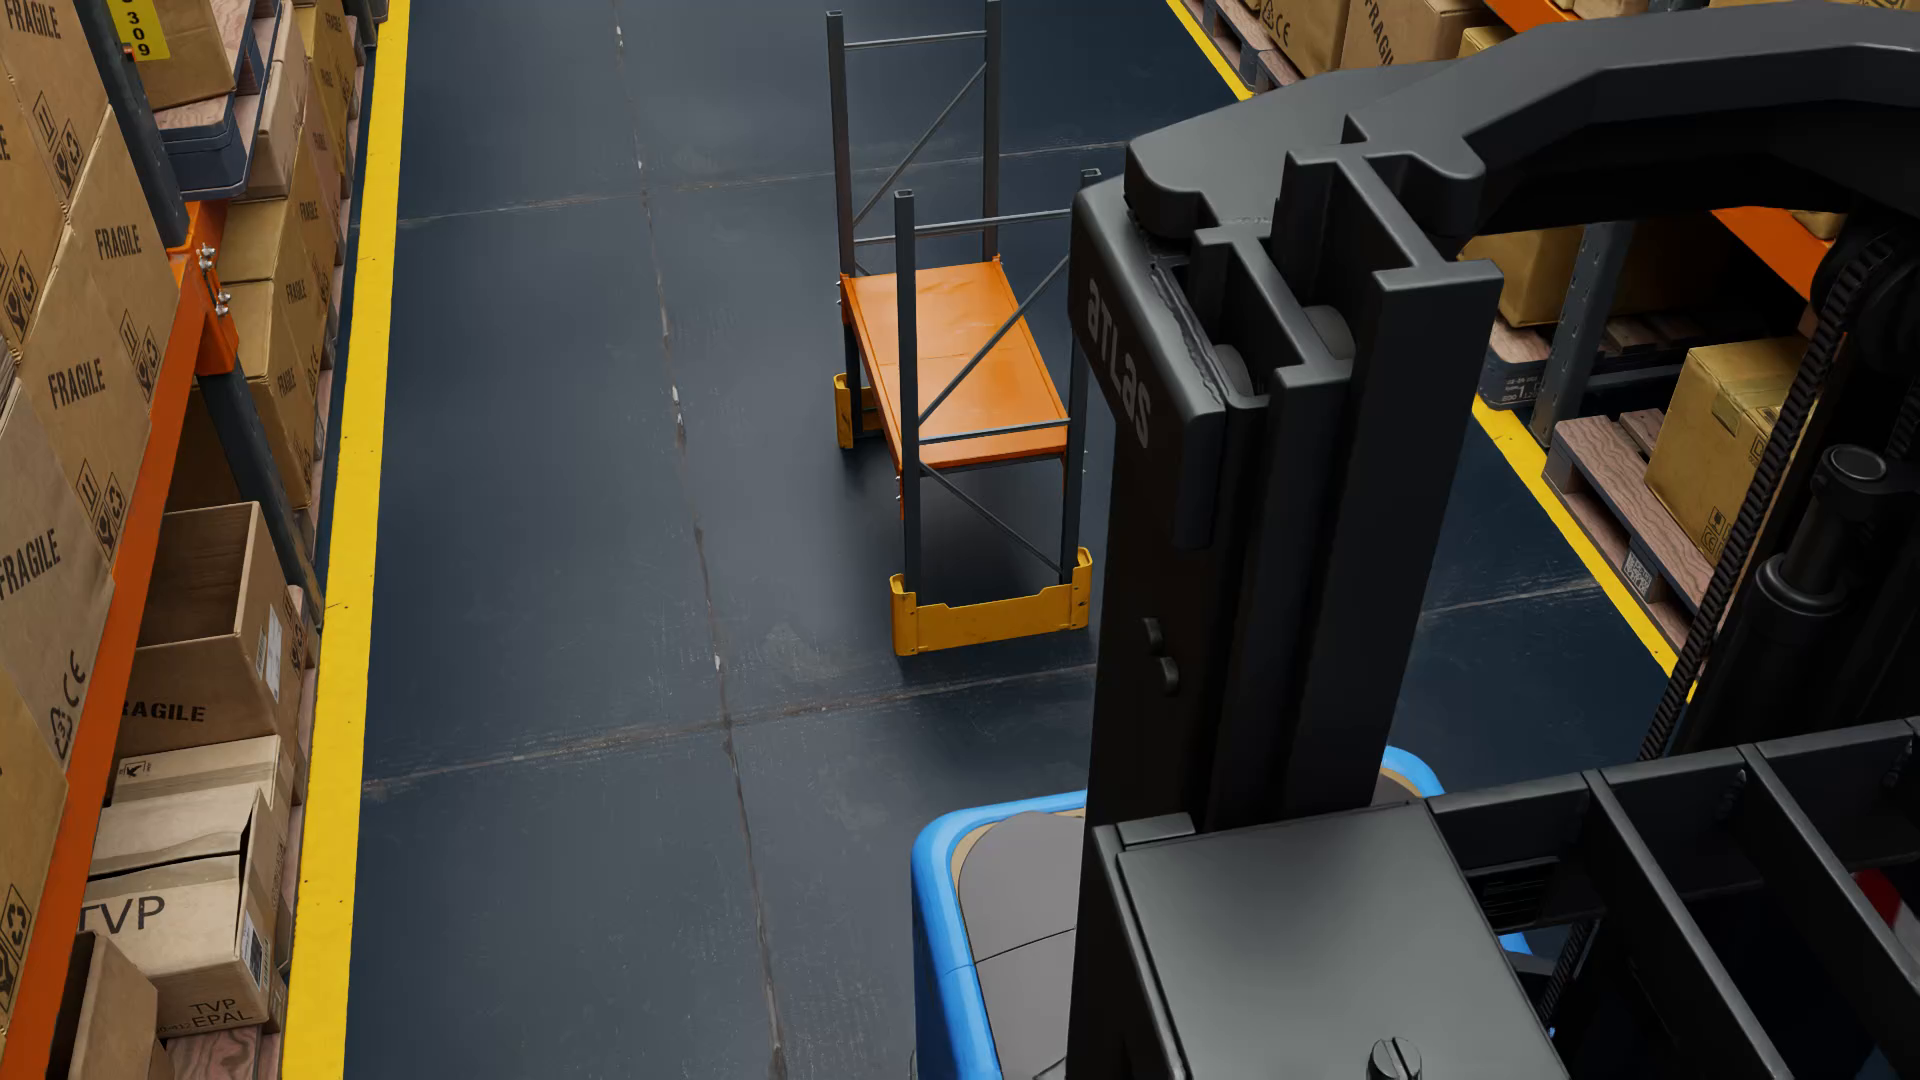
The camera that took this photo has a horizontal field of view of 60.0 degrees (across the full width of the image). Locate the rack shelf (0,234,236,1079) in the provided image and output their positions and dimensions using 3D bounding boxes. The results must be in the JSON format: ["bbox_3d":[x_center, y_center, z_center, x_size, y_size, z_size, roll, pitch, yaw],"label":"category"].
[{"bbox_3d":[-1.966,0.744,2.694,1.077,0.370,4.000,-8,42,-9],"label":"rack shelf"}]

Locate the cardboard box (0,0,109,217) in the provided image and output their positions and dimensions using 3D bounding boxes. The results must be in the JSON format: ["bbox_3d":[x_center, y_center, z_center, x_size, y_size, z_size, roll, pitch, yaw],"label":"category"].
[{"bbox_3d":[-2.036,-0.942,3.223,0.500,0.500,0.500,-8,42,-9],"label":"cardboard box"}]

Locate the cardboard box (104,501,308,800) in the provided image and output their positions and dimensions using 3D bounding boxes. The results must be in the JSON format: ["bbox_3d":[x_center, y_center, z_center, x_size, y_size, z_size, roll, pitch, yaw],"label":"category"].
[{"bbox_3d":[-1.998,0.278,4.229,0.500,0.500,0.500,-8,42,-9],"label":"cardboard box"}]

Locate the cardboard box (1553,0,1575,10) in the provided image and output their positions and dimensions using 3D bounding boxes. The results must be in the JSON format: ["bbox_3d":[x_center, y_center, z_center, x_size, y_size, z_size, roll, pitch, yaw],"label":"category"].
[{"bbox_3d":[2.011,-1.786,5.176,0.380,0.149,0.250,-8,42,-8],"label":"cardboard box"}]

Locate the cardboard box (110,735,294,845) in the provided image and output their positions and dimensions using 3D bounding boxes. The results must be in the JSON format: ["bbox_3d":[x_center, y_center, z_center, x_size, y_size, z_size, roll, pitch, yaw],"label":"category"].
[{"bbox_3d":[-1.859,0.644,4.081,0.380,0.149,0.250,-8,42,-9],"label":"cardboard box"}]

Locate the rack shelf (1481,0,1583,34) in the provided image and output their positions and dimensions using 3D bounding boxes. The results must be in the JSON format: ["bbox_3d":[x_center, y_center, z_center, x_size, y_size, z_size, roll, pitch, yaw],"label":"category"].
[{"bbox_3d":[2.006,-2.561,6.417,1.077,0.370,4.000,-8,42,-9],"label":"rack shelf"}]

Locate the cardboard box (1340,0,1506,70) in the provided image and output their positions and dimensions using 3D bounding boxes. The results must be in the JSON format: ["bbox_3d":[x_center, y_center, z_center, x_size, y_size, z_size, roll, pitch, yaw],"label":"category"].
[{"bbox_3d":[1.976,-1.865,6.394,0.750,0.750,0.750,-7,42,-8],"label":"cardboard box"}]

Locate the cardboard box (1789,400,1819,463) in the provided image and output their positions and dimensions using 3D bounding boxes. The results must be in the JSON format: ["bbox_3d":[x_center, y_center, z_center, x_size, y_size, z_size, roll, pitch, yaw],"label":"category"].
[{"bbox_3d":[2.395,-0.250,4.351,0.380,0.149,0.250,-7,42,-8],"label":"cardboard box"}]

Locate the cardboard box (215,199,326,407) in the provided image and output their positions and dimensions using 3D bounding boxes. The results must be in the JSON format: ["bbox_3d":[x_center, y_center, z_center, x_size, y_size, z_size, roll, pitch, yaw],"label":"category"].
[{"bbox_3d":[-2.391,-0.743,5.379,0.500,0.500,0.500,-8,42,-9],"label":"cardboard box"}]

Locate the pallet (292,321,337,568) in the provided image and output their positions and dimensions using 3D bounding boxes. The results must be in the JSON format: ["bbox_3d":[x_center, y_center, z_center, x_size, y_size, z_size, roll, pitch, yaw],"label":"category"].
[{"bbox_3d":[-2.611,-0.300,5.429,1.003,0.211,1.213,-8,42,-9],"label":"pallet"}]

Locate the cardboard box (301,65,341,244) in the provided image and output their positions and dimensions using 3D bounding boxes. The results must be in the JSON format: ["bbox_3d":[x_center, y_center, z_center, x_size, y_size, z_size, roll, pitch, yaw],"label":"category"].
[{"bbox_3d":[-2.600,-1.396,6.115,0.500,0.500,0.500,-10,43,-11],"label":"cardboard box"}]

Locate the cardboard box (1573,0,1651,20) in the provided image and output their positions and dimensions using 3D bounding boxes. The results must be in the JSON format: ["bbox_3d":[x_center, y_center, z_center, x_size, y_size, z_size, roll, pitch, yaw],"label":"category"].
[{"bbox_3d":[2.089,-1.625,4.996,0.380,0.149,0.250,-8,42,-9],"label":"cardboard box"}]

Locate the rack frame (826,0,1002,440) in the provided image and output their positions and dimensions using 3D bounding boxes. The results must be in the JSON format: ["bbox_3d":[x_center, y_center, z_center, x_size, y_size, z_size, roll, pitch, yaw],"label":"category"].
[{"bbox_3d":[-0.128,-0.946,5.186,0.500,1.500,0.032,-8,42,-9],"label":"rack frame"}]

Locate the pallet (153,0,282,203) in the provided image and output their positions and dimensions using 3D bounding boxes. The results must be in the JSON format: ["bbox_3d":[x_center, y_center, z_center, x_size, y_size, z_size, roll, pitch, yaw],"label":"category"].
[{"bbox_3d":[-2.464,-1.283,4.580,1.003,0.211,1.213,-8,42,-9],"label":"pallet"}]

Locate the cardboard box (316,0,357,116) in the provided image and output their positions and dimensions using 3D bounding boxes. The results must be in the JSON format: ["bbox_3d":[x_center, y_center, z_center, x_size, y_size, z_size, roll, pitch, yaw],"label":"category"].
[{"bbox_3d":[-2.830,-2.071,6.875,0.500,0.500,0.500,-7,42,-8],"label":"cardboard box"}]

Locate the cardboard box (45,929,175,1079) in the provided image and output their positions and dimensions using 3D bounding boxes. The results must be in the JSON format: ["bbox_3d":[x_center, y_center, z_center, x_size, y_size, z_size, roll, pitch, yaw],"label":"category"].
[{"bbox_3d":[-1.988,1.165,3.227,0.797,0.503,0.637,-8,42,-9],"label":"cardboard box"}]

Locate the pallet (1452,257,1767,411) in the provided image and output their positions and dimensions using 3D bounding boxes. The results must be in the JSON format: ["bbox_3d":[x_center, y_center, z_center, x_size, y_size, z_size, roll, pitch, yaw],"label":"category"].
[{"bbox_3d":[2.198,-0.980,6.195,1.003,0.211,1.213,-8,42,-9],"label":"pallet"}]

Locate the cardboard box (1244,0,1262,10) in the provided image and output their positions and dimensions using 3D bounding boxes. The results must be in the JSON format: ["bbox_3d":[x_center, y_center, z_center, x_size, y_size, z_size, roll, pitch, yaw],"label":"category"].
[{"bbox_3d":[1.605,-2.984,7.655,0.750,0.750,0.750,-9,42,-10],"label":"cardboard box"}]

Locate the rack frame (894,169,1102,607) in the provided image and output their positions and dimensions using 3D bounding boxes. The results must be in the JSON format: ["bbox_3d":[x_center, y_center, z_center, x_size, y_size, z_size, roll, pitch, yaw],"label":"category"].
[{"bbox_3d":[0.091,-0.287,4.443,0.500,1.500,0.032,-8,42,-9],"label":"rack frame"}]

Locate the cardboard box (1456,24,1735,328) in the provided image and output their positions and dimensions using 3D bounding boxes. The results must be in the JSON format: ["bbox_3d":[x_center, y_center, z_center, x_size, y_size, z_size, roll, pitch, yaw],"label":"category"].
[{"bbox_3d":[2.171,-1.289,5.746,0.750,0.750,0.750,-8,42,-9],"label":"cardboard box"}]

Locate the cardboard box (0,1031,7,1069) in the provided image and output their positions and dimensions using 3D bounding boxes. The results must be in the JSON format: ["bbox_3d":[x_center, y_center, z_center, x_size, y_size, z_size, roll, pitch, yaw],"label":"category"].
[{"bbox_3d":[-1.595,0.750,2.071,0.500,0.500,0.500,-8,42,-9],"label":"cardboard box"}]

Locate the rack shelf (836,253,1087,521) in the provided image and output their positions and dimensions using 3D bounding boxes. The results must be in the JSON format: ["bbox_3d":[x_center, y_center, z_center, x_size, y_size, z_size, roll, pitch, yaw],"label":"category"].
[{"bbox_3d":[-0.018,-0.482,4.934,0.538,0.185,1.000,-8,42,-9],"label":"rack shelf"}]

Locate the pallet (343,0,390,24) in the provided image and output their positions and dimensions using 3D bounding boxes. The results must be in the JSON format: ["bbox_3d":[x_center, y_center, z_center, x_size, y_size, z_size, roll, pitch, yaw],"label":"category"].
[{"bbox_3d":[-3.401,-2.910,8.369,1.003,0.211,1.213,-8,42,-9],"label":"pallet"}]

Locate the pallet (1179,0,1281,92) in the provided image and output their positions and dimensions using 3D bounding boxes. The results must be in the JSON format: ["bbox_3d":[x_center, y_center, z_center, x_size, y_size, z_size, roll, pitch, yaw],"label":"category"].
[{"bbox_3d":[1.671,-2.561,7.977,1.003,0.211,1.213,-8,42,-9],"label":"pallet"}]

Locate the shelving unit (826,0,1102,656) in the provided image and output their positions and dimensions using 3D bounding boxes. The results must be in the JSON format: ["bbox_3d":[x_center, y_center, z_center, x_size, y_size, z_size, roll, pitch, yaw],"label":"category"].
[{"bbox_3d":[-0.016,-0.610,4.808,0.587,1.500,1.083,-8,42,-9],"label":"shelving unit"}]

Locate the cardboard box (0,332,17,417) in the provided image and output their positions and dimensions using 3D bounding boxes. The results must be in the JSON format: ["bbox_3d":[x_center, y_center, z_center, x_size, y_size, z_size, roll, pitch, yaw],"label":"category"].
[{"bbox_3d":[-1.814,-0.283,2.481,0.500,0.500,0.500,-8,42,-9],"label":"cardboard box"}]

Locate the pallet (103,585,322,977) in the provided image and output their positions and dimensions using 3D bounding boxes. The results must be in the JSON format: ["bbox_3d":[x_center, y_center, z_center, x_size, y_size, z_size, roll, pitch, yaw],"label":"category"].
[{"bbox_3d":[-2.251,0.667,4.340,1.003,0.211,1.213,-8,42,-9],"label":"pallet"}]

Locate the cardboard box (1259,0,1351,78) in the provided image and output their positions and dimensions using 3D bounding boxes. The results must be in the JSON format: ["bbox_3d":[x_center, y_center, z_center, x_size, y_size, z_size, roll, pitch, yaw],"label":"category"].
[{"bbox_3d":[1.788,-2.415,7.014,0.750,0.750,0.750,-9,42,-9],"label":"cardboard box"}]

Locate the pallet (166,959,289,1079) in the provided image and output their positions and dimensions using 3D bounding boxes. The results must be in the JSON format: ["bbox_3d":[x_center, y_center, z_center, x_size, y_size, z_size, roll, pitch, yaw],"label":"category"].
[{"bbox_3d":[-1.984,1.460,3.447,1.003,0.211,1.213,-8,42,-9],"label":"pallet"}]

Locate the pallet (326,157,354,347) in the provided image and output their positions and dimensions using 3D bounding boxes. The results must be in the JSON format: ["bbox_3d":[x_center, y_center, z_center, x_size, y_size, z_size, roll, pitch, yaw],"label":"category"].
[{"bbox_3d":[-2.877,-1.092,6.322,1.003,0.211,1.213,-8,42,-9],"label":"pallet"}]

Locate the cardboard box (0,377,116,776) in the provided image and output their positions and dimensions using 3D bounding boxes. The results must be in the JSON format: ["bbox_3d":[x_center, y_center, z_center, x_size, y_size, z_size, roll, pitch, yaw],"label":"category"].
[{"bbox_3d":[-1.814,0.095,2.808,0.500,0.500,0.500,-7,42,-8],"label":"cardboard box"}]

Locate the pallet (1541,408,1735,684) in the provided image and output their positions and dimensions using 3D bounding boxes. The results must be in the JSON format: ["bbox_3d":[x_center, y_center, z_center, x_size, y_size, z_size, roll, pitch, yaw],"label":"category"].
[{"bbox_3d":[2.526,0.014,5.076,1.003,0.211,1.213,-8,42,-9],"label":"pallet"}]

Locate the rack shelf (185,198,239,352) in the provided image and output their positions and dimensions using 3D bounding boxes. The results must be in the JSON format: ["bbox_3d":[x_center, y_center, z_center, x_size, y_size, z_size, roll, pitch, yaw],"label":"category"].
[{"bbox_3d":[-2.830,-1.848,5.615,1.077,0.370,4.000,-8,42,-9],"label":"rack shelf"}]

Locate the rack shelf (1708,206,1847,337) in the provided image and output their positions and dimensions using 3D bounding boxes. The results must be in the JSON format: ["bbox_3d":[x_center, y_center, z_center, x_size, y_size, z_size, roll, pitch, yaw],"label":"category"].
[{"bbox_3d":[2.870,0.032,3.496,1.077,0.370,4.000,-8,42,-9],"label":"rack shelf"}]

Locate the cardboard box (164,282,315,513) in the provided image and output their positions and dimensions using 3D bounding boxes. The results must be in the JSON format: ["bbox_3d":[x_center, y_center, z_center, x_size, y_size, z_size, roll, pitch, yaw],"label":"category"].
[{"bbox_3d":[-2.265,-0.399,4.992,0.500,0.500,0.500,-10,43,-11],"label":"cardboard box"}]

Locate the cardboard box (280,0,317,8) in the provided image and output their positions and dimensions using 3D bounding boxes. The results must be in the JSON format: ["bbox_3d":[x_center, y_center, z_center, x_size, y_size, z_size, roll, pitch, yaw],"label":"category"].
[{"bbox_3d":[-2.814,-2.316,6.586,0.500,0.250,0.500,-7,42,-8],"label":"cardboard box"}]

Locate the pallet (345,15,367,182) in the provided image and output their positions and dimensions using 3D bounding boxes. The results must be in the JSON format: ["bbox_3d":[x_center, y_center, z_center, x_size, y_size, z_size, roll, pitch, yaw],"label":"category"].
[{"bbox_3d":[-3.137,-1.882,7.211,1.003,0.211,1.213,-8,42,-9],"label":"pallet"}]

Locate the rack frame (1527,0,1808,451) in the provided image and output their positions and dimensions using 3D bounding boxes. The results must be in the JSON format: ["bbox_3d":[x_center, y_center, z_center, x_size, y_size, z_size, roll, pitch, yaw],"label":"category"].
[{"bbox_3d":[2.438,-1.533,4.718,1.000,3.000,0.127,-8,42,-9],"label":"rack frame"}]

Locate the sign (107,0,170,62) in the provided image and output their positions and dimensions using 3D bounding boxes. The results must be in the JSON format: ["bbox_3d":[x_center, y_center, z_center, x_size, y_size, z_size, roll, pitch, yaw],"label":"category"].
[{"bbox_3d":[-1.870,-1.228,3.721,0.100,0.325,0.005,-8,42,-9],"label":"sign"}]

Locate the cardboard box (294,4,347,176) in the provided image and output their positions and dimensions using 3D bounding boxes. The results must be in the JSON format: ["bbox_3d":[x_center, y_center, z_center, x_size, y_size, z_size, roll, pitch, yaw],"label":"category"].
[{"bbox_3d":[-2.719,-1.735,6.497,0.500,0.500,0.500,-10,43,-11],"label":"cardboard box"}]

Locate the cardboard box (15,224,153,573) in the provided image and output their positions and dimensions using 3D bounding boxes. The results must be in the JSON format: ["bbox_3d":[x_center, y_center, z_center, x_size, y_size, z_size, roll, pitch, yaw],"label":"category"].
[{"bbox_3d":[-1.927,-0.237,3.182,0.500,0.500,0.500,-7,42,-8],"label":"cardboard box"}]

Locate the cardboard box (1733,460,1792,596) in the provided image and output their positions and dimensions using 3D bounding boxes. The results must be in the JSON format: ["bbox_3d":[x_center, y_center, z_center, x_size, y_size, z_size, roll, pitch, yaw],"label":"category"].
[{"bbox_3d":[2.604,0.070,4.478,0.700,0.500,0.500,-9,42,-10],"label":"cardboard box"}]

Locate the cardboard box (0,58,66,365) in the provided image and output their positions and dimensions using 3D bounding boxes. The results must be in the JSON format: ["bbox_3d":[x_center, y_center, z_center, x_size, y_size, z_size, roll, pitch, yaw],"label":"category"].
[{"bbox_3d":[-1.923,-0.610,2.849,0.500,0.500,0.500,-9,42,-10],"label":"cardboard box"}]

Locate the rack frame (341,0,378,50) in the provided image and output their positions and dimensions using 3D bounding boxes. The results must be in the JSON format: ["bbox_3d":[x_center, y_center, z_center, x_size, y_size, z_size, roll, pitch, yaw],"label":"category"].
[{"bbox_3d":[-3.262,-3.414,6.836,1.000,3.000,0.127,-8,42,-9],"label":"rack frame"}]

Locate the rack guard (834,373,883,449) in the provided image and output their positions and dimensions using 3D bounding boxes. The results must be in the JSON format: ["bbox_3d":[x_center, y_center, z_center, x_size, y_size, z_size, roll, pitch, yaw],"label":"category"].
[{"bbox_3d":[-0.124,-0.466,5.586,0.587,0.250,0.087,-8,42,-9],"label":"rack guard"}]

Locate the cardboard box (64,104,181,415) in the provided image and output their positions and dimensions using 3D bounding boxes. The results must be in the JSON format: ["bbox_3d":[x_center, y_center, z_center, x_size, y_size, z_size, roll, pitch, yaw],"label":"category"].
[{"bbox_3d":[-2.040,-0.571,3.559,0.500,0.500,0.500,-8,42,-9],"label":"cardboard box"}]

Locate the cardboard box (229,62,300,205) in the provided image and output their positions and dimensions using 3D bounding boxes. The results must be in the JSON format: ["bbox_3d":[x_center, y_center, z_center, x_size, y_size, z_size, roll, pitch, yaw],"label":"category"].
[{"bbox_3d":[-2.480,-1.328,5.473,0.500,0.250,0.500,-8,42,-9],"label":"cardboard box"}]

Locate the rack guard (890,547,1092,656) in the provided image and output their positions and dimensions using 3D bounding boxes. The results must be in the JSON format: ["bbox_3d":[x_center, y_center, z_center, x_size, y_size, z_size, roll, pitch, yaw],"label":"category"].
[{"bbox_3d":[0.091,0.180,4.859,0.587,0.250,0.087,-8,42,-9],"label":"rack guard"}]

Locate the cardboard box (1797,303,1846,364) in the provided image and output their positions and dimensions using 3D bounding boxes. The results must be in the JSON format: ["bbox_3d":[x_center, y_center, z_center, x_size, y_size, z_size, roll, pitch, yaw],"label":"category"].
[{"bbox_3d":[2.662,-0.621,4.768,0.380,0.149,0.250,-9,42,-10],"label":"cardboard box"}]

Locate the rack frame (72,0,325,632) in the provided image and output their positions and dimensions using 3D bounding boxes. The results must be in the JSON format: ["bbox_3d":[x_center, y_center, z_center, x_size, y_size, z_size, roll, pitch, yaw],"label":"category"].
[{"bbox_3d":[-2.398,-0.821,3.915,1.000,3.000,0.127,-8,42,-9],"label":"rack frame"}]

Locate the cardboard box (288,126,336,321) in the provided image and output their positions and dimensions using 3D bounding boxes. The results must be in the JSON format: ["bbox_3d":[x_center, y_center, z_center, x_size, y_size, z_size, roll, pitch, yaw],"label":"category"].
[{"bbox_3d":[-2.491,-1.068,5.746,0.500,0.500,0.500,-8,42,-9],"label":"cardboard box"}]

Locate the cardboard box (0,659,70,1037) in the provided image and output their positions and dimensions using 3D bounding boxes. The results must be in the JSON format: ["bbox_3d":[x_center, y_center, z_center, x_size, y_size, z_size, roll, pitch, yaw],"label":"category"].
[{"bbox_3d":[-1.701,0.425,2.436,0.500,0.500,0.500,-8,42,-9],"label":"cardboard box"}]

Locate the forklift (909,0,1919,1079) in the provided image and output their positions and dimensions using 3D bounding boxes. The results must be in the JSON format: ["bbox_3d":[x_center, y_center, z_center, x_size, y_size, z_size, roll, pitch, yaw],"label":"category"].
[{"bbox_3d":[0.690,1.112,1.789,1.130,2.935,3.031,-8,42,-9],"label":"forklift"}]

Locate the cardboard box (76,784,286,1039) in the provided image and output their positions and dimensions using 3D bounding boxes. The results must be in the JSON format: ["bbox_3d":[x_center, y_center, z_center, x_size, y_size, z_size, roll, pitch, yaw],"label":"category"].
[{"bbox_3d":[-1.836,0.835,3.744,0.500,0.311,0.500,-8,42,-9],"label":"cardboard box"}]

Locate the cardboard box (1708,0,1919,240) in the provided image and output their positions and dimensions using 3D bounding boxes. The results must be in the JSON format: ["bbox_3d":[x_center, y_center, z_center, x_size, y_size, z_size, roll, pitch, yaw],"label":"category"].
[{"bbox_3d":[2.539,-1.291,4.219,0.980,0.700,0.700,-8,42,-9],"label":"cardboard box"}]

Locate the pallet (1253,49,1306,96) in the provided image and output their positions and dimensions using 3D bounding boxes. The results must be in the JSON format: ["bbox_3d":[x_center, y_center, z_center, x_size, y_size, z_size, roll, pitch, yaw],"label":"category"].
[{"bbox_3d":[1.931,-1.772,7.087,1.003,0.211,1.213,-8,42,-9],"label":"pallet"}]

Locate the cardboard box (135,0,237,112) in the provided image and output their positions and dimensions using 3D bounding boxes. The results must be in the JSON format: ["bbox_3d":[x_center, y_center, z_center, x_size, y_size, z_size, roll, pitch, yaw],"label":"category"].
[{"bbox_3d":[-2.282,-1.355,4.125,0.700,0.500,0.500,-23,46,-23],"label":"cardboard box"}]

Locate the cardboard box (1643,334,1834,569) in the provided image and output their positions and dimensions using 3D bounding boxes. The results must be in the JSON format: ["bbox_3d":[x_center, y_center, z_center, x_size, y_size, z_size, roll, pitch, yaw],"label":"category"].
[{"bbox_3d":[2.499,-0.256,4.846,0.700,0.500,0.500,-8,42,-9],"label":"cardboard box"}]

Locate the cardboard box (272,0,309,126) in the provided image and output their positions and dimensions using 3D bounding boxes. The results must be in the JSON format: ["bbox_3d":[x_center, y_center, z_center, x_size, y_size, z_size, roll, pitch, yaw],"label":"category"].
[{"bbox_3d":[-2.589,-1.653,5.839,0.500,0.250,0.500,-9,42,-10],"label":"cardboard box"}]
